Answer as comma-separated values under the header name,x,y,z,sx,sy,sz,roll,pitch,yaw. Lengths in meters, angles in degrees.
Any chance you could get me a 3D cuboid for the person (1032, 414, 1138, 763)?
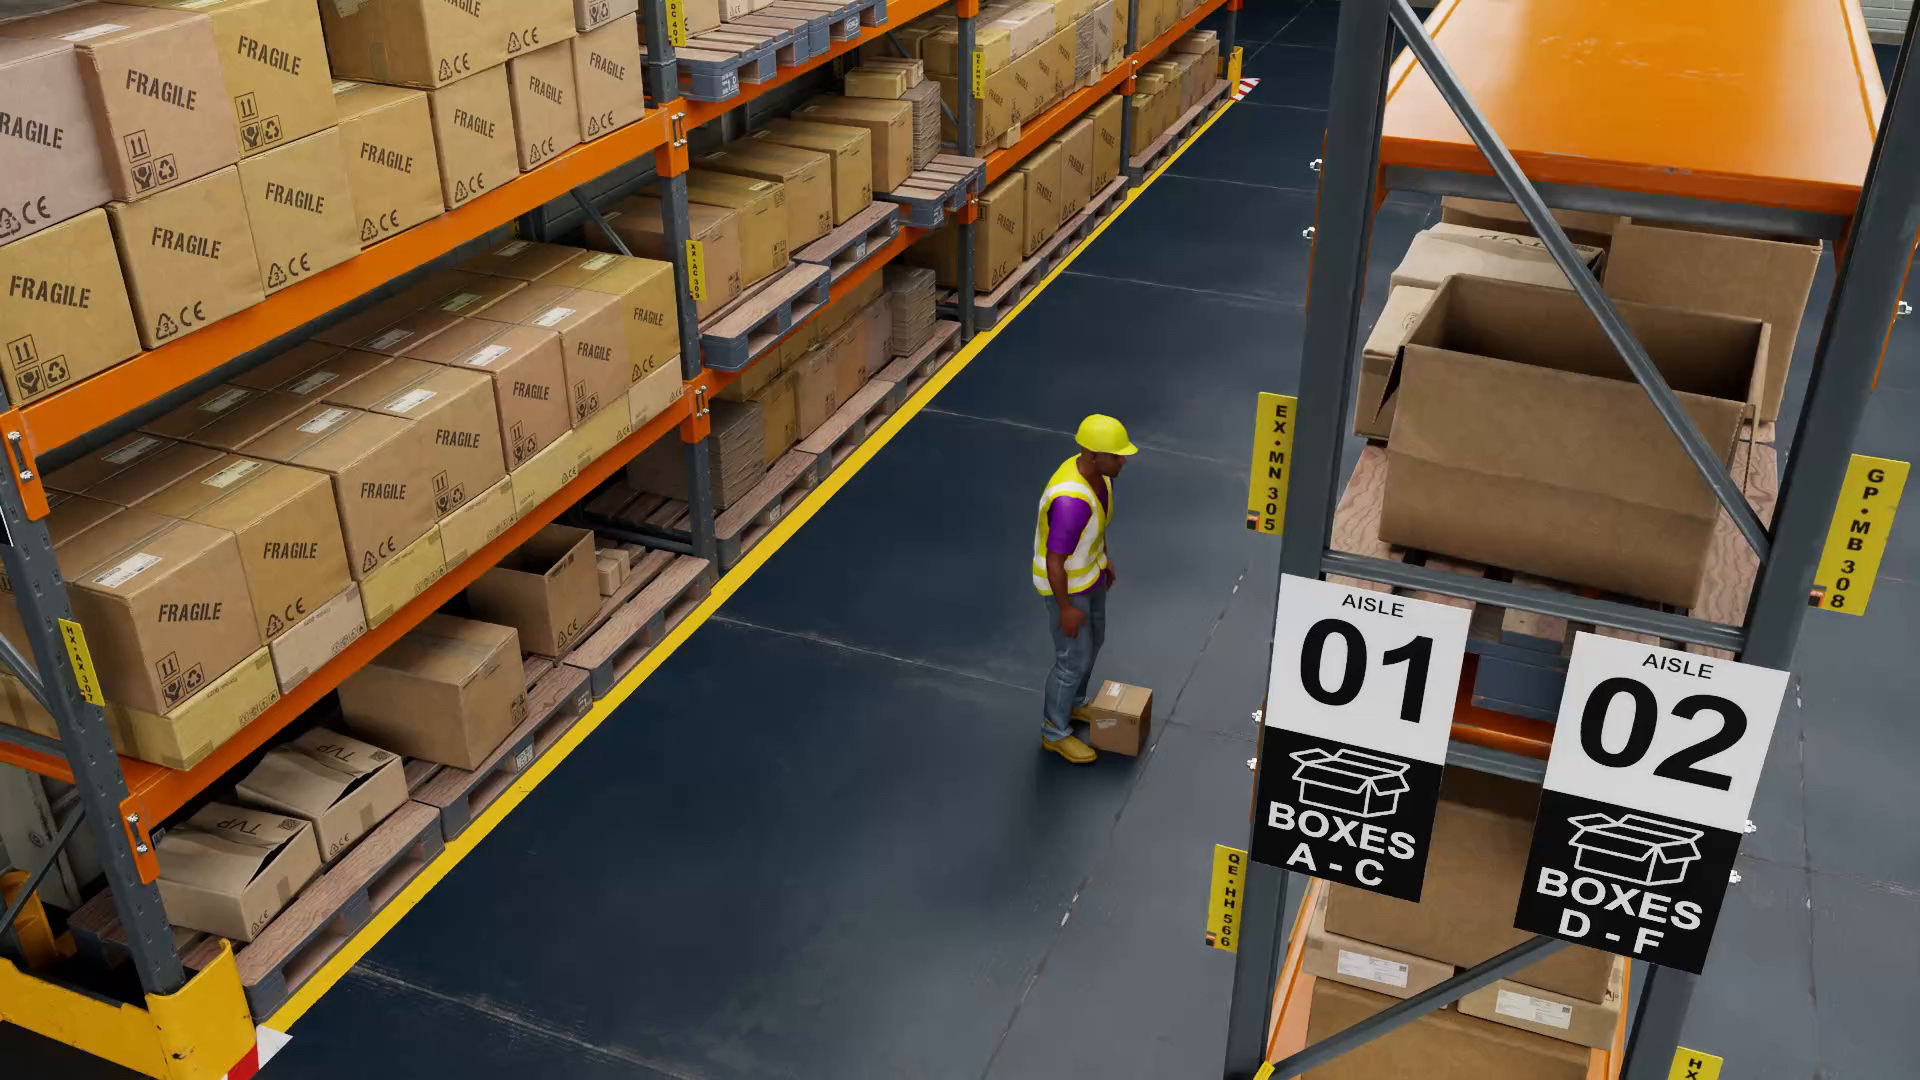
name,x,y,z,sx,sy,sz,roll,pitch,yaw
person,0.590,0.201,8.023,0.456,1.761,0.627,12,31,19
